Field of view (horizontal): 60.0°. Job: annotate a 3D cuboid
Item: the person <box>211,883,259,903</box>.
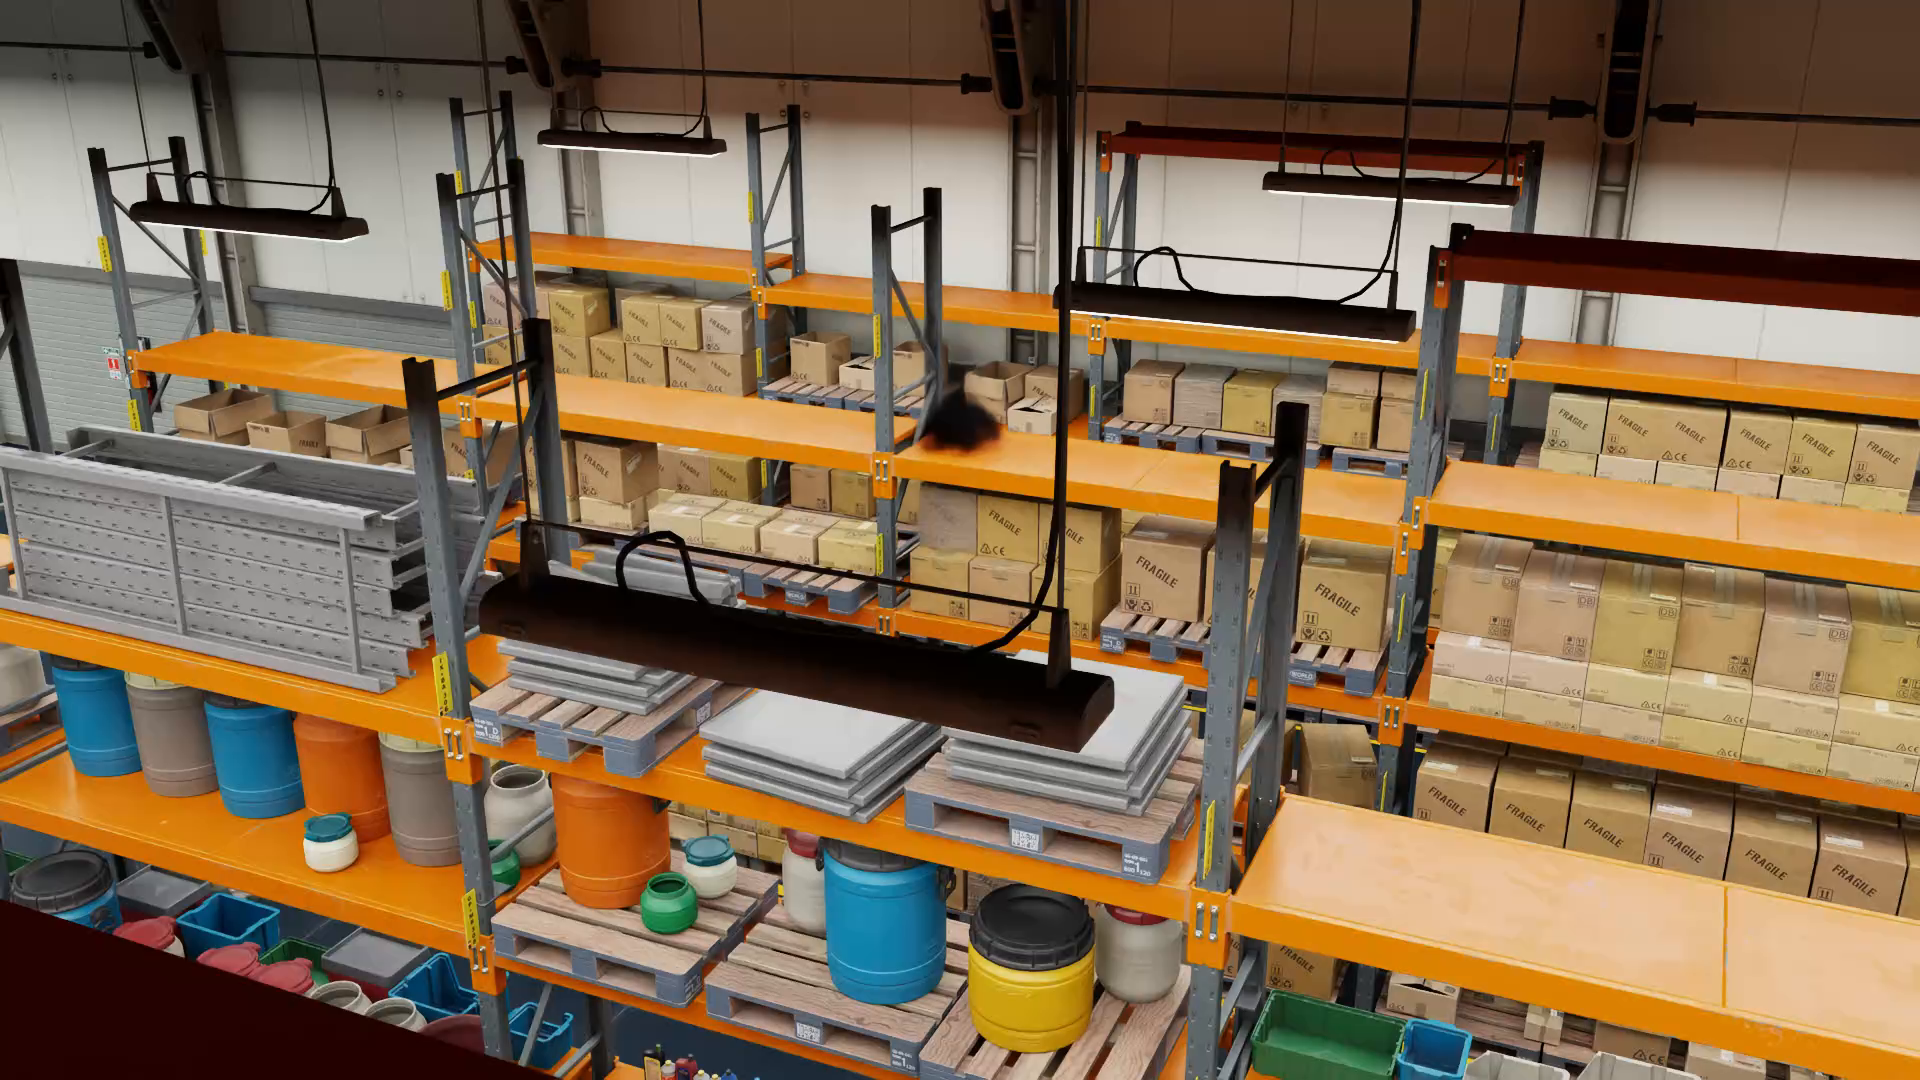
[{"bbox_3d":[-5.657,2.691,13.039,0.651,1.742,0.808,-19,28,-41],"label":"person"}]
